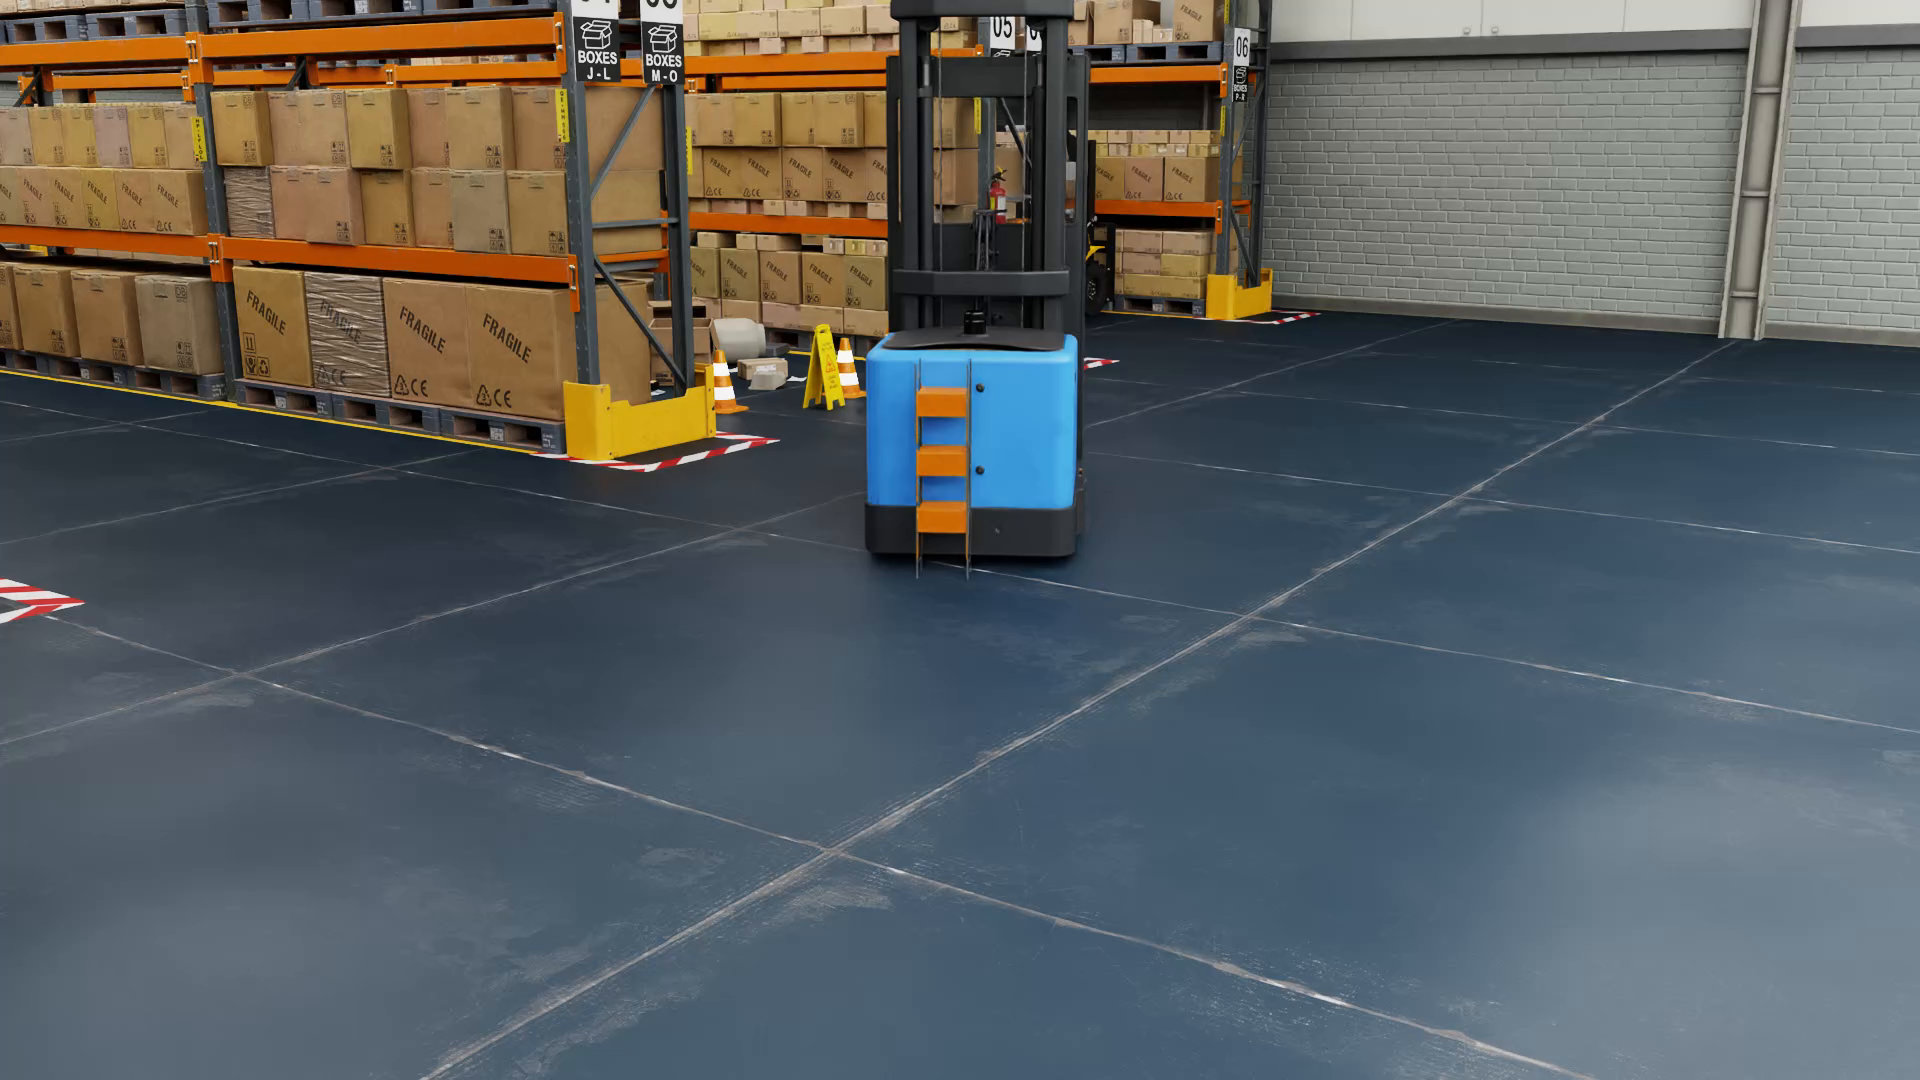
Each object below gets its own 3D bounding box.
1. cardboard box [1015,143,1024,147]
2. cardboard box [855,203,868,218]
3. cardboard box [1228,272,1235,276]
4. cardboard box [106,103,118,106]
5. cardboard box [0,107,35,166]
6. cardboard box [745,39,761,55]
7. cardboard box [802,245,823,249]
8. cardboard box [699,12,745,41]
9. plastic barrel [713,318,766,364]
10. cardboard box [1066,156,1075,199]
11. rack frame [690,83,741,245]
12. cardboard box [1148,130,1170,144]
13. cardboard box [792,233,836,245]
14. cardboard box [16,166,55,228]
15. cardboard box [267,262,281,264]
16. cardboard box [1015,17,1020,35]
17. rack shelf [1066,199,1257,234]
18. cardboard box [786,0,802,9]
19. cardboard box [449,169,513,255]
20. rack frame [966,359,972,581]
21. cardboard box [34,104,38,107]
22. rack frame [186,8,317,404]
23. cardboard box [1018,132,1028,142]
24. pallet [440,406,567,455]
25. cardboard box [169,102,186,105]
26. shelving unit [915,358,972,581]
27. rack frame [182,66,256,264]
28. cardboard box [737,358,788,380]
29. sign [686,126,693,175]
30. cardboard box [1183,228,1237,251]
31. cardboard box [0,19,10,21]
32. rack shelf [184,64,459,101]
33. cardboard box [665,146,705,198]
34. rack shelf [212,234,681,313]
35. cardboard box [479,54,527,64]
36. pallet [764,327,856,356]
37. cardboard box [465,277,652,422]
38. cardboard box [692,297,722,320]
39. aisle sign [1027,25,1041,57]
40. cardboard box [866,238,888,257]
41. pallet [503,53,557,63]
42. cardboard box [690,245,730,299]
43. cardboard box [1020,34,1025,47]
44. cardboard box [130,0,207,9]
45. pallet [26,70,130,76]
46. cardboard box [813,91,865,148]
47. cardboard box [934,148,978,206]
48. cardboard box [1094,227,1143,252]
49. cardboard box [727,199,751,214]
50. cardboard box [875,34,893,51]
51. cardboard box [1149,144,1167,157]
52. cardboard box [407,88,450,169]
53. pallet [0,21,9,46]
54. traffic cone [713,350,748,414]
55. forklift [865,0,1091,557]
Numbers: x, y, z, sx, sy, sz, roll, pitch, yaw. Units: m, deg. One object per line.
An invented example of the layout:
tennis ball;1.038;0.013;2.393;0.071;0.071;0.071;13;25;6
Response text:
cardboard box;0.876;-4.759;20.248;0.250;0.149;0.380;9;17;32
cardboard box;-0.785;-3.138;15.782;0.250;0.149;0.380;9;17;34
cardboard box;2.951;-3.076;19.854;0.500;0.250;0.500;9;17;33
cardboard box;-11.146;-5.761;22.216;0.250;0.149;0.380;9;17;33
cardboard box;-8.047;-3.588;14.786;0.500;0.500;0.700;9;16;32
cardboard box;-1.860;-4.754;16.067;0.250;0.149;0.380;9;16;31
cardboard box;-1.349;-2.719;16.853;0.500;0.500;0.500;10;17;36
cardboard box;-2.191;-4.995;16.208;0.500;0.250;0.500;9;17;32
plastic barrel;-2.076;-1.836;15.359;0.512;0.421;0.421;-4;14;-16
cardboard box;1.421;-4.369;20.023;0.500;0.500;0.500;9;17;33
rack frame;-3.388;-5.175;23.484;0.127;3.000;1.000;9;17;33
cardboard box;2.381;-4.672;19.277;0.250;0.149;0.380;10;17;34
cardboard box;-1.773;-3.963;22.658;0.625;0.625;0.875;8;16;31
cardboard box;-7.771;-2.983;14.423;0.500;0.500;0.500;9;17;33
cardboard box;-8.162;-3.706;21.101;0.875;0.875;0.875;10;17;34
cardboard box;0.214;-4.760;15.259;0.500;0.250;0.500;9;16;32
rack shelf;1.590;-4.021;20.320;4.000;0.370;1.077;9;17;33
cardboard box;-1.421;-5.070;15.682;0.250;0.149;0.380;10;17;34
cardboard box;-2.998;-2.294;11.535;0.550;0.550;0.875;9;17;33
rack frame;0.043;-0.336;7.994;0.008;1.050;0.200;1;14;5
cardboard box;-12.654;-6.003;23.193;0.250;0.149;0.380;10;17;34
rack frame;-5.515;-2.647;13.275;0.127;3.000;1.000;9;17;33
cardboard box;0.900;-4.910;20.239;0.250;0.149;0.380;9;16;32
pallet;-2.903;-0.849;11.813;1.213;0.211;1.003;9;17;33
cardboard box;-9.908;-5.547;21.351;0.250;0.149;0.380;9;16;32
shelving unit;-0.078;-0.338;8.004;0.252;1.050;0.215;1;14;5
rack frame;-9.475;-4.721;21.651;0.127;3.000;1.000;9;17;33
cardboard box;-1.732;-1.501;14.575;0.380;0.149;0.250;-7;15;-25
sign;-1.881;-2.679;11.438;0.005;0.325;0.100;9;17;33
cardboard box;2.957;-3.558;19.723;0.500;0.250;0.500;9;16;32
cardboard box;-8.647;-4.694;14.740;0.250;0.149;0.380;8;16;31
rack shelf;-7.815;-5.559;20.294;4.000;0.370;1.077;9;17;33
cardboard box;-2.627;-3.726;16.806;0.500;0.500;0.500;9;17;33
rack shelf;-3.856;-2.030;12.278;4.000;0.370;1.077;9;17;33
cardboard box;-4.874;-5.492;18.308;0.637;0.503;0.797;9;17;33
pallet;-1.243;-2.048;16.656;1.213;0.211;1.003;9;17;33
cardboard box;-2.796;-1.361;11.627;0.875;0.875;0.875;9;17;33
cardboard box;-2.498;-2.384;17.060;0.500;0.250;0.500;8;16;30
aisle sign;0.707;-4.427;15.054;0.004;0.787;0.394;9;17;33
cardboard box;-0.670;-2.751;15.631;0.250;0.149;0.380;10;17;34
pallet;-4.152;-5.255;17.959;1.003;0.211;1.213;9;17;33
cardboard box;-2.498;-2.748;16.970;0.500;0.500;0.500;10;17;35
cardboard box;0.771;-6.001;20.020;0.250;0.149;0.380;10;17;34
cardboard box;-6.191;-4.346;13.124;0.500;0.250;0.500;9;17;33
pallet;-12.172;-6.573;23.075;1.213;0.211;1.003;9;17;33
cardboard box;-0.959;-3.932;15.557;0.500;0.500;0.700;9;16;32
cardboard box;-0.121;-3.322;15.174;0.500;0.500;0.500;9;16;32
cardboard box;1.842;-3.589;19.845;0.500;0.250;0.500;9;17;34
cardboard box;-2.092;-3.327;16.542;0.250;0.149;0.380;10;17;35
cardboard box;-0.569;-4.554;15.258;0.250;0.149;0.380;9;17;33
cardboard box;2.396;-4.531;19.327;0.250;0.149;0.380;10;17;34
cardboard box;-3.379;-2.923;11.829;0.550;0.550;0.875;9;17;33
pallet;-8.270;-4.472;14.798;1.003;0.211;1.213;10;17;35
traffic cone;-1.844;-1.234;12.845;0.334;0.463;0.336;9;17;33
forklift;0.169;-1.641;9.354;1.130;2.935;3.031;1;14;5
